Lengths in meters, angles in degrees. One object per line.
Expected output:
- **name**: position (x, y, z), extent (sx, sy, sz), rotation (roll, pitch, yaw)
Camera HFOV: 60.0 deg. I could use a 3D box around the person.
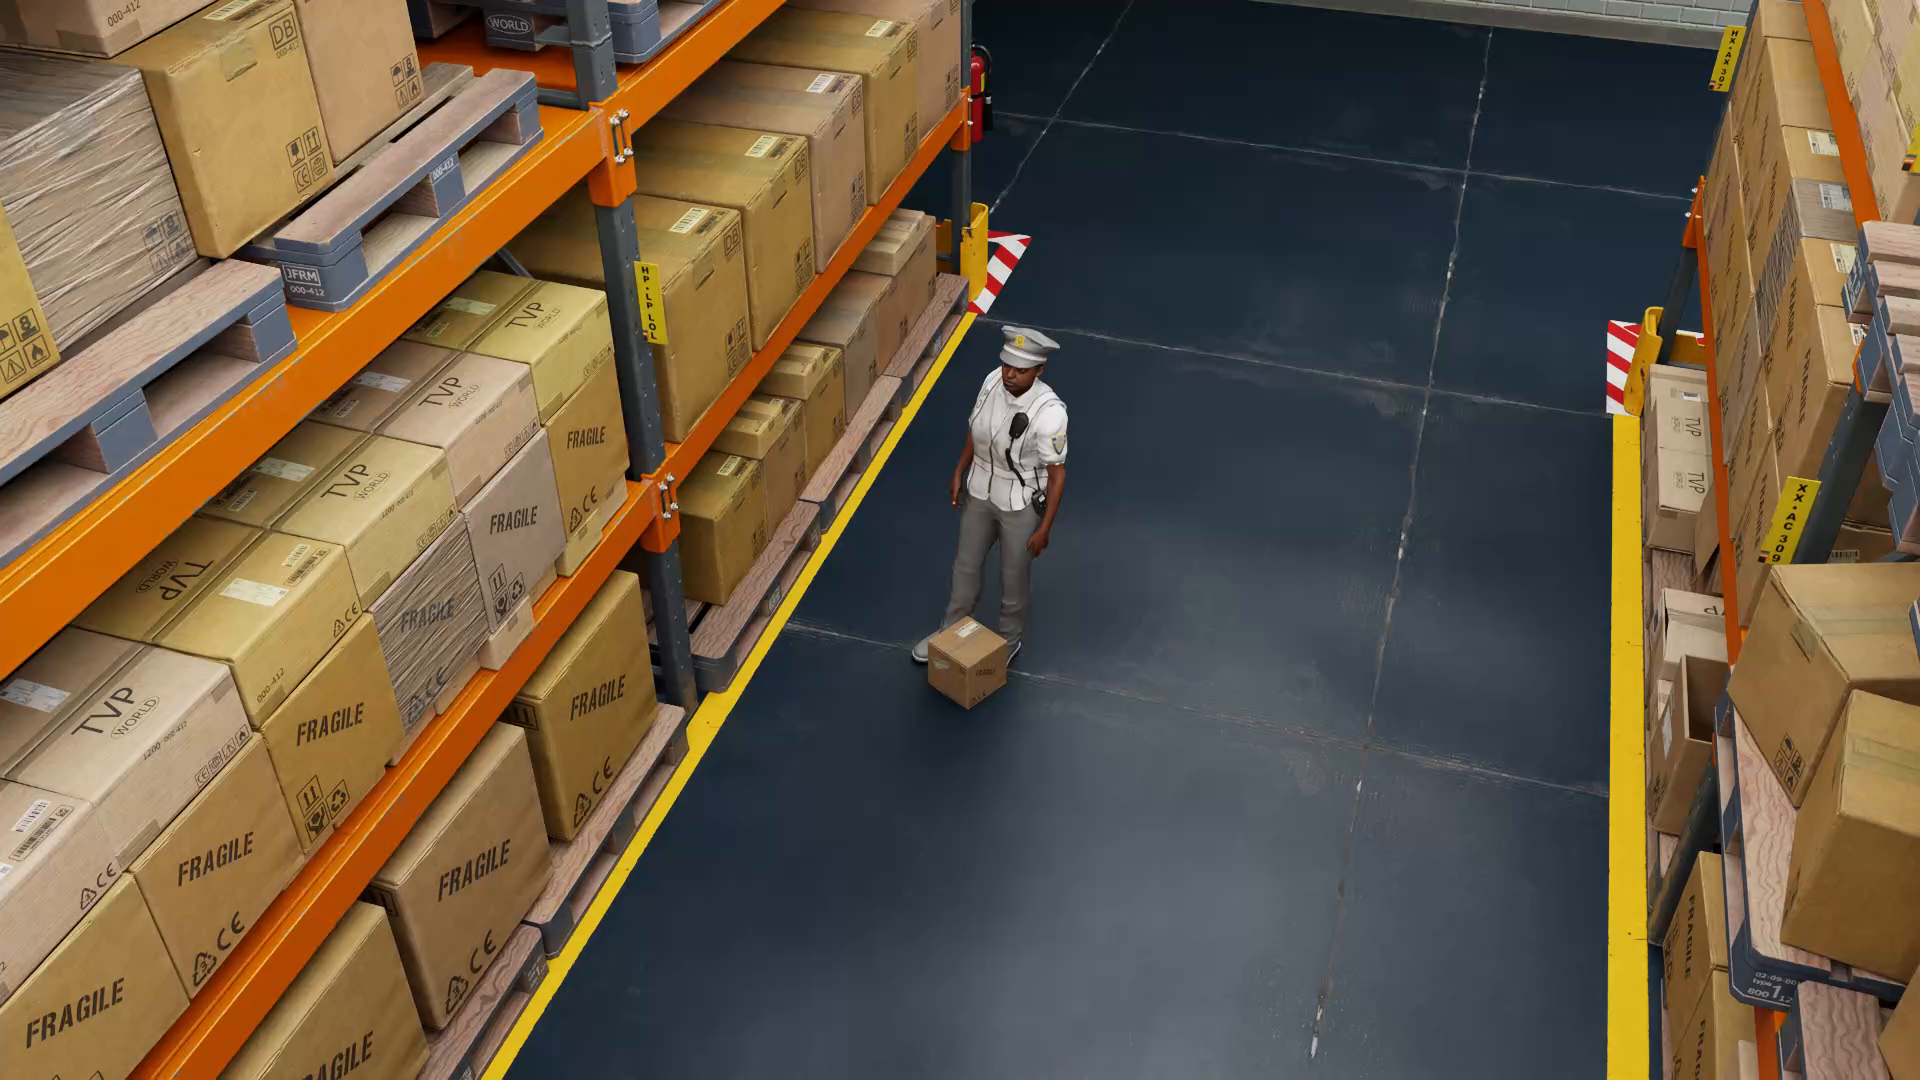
- **person**: position (0.145, -0.146, 7.039), extent (0.570, 1.695, 0.529), rotation (29, 46, 33)
